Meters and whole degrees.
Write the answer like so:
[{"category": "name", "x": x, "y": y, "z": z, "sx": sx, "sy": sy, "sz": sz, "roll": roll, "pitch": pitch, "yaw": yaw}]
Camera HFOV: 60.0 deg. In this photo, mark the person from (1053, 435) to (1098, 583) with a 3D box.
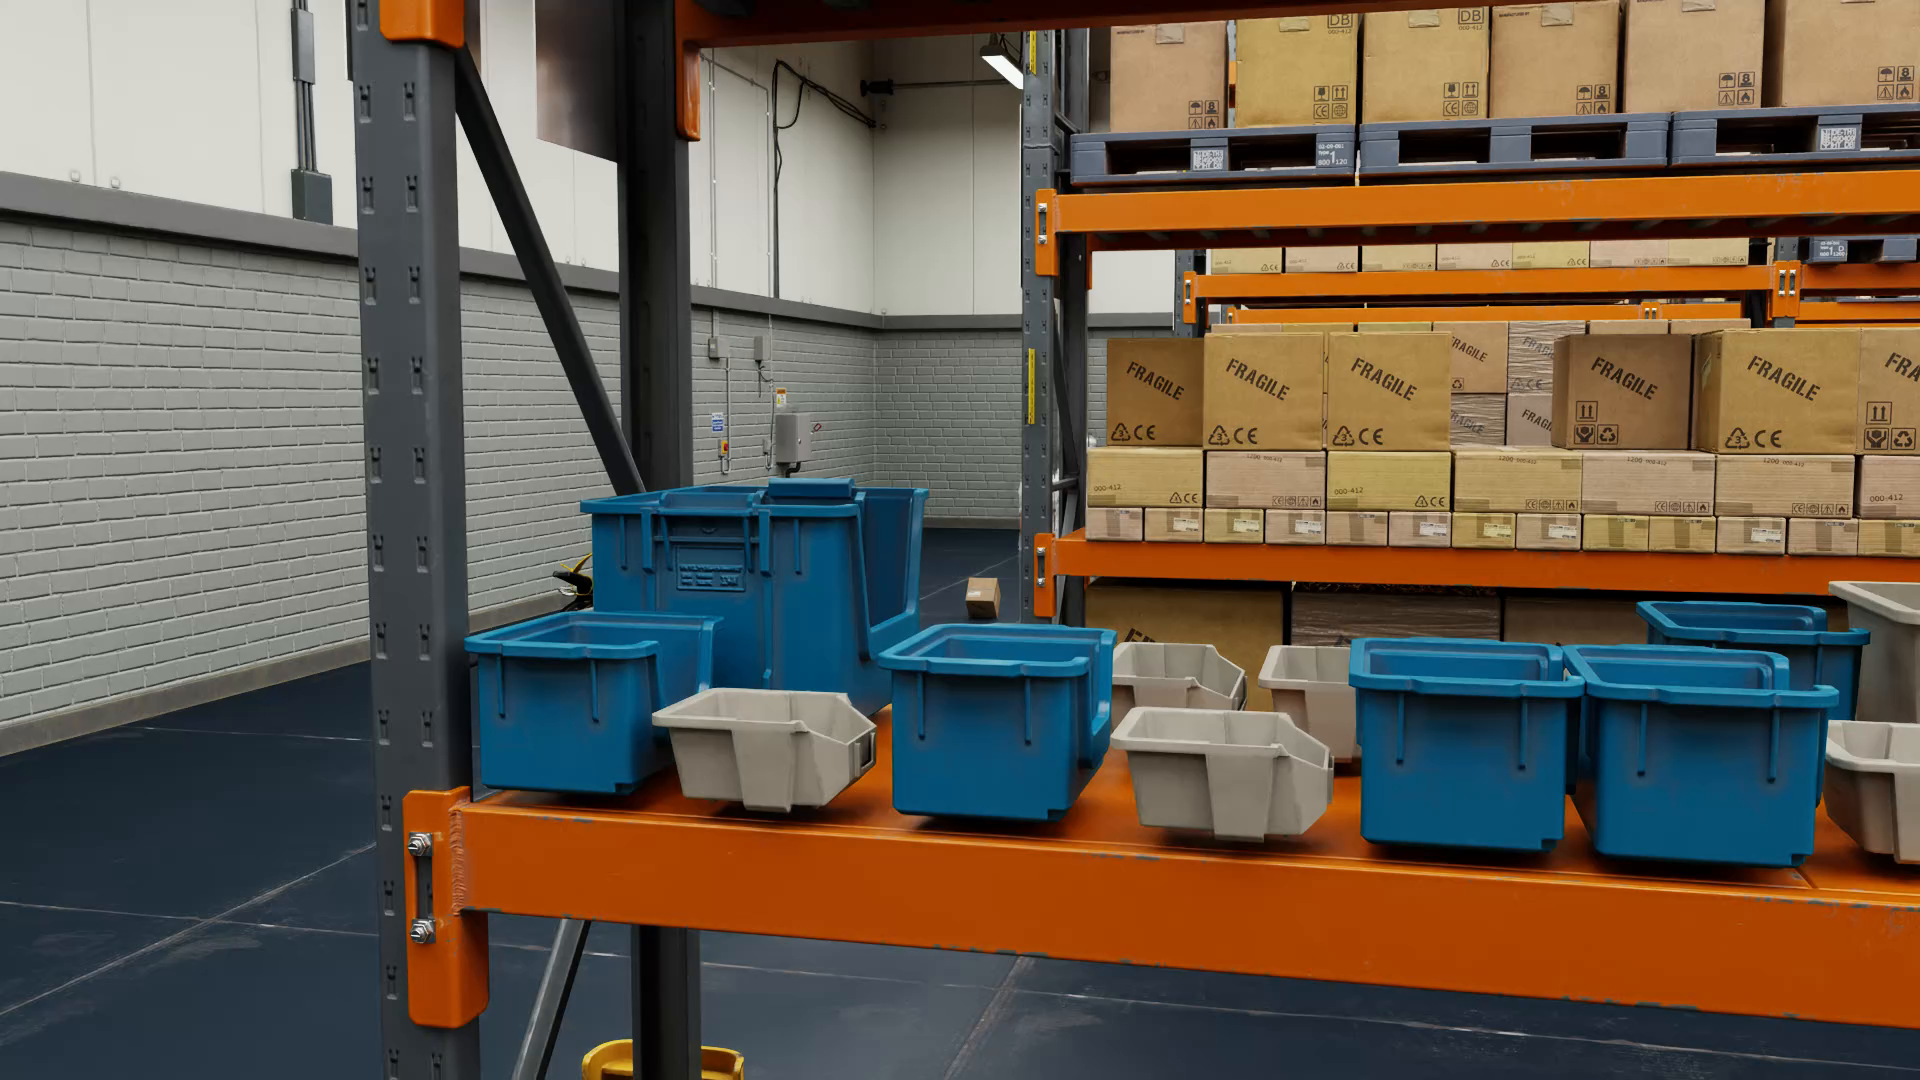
[{"category": "person", "x": 0.788, "y": 0.113, "z": 11.343, "sx": 0.563, "sy": 1.662, "sz": 0.463, "roll": -2, "pitch": 5, "yaw": -26}]
